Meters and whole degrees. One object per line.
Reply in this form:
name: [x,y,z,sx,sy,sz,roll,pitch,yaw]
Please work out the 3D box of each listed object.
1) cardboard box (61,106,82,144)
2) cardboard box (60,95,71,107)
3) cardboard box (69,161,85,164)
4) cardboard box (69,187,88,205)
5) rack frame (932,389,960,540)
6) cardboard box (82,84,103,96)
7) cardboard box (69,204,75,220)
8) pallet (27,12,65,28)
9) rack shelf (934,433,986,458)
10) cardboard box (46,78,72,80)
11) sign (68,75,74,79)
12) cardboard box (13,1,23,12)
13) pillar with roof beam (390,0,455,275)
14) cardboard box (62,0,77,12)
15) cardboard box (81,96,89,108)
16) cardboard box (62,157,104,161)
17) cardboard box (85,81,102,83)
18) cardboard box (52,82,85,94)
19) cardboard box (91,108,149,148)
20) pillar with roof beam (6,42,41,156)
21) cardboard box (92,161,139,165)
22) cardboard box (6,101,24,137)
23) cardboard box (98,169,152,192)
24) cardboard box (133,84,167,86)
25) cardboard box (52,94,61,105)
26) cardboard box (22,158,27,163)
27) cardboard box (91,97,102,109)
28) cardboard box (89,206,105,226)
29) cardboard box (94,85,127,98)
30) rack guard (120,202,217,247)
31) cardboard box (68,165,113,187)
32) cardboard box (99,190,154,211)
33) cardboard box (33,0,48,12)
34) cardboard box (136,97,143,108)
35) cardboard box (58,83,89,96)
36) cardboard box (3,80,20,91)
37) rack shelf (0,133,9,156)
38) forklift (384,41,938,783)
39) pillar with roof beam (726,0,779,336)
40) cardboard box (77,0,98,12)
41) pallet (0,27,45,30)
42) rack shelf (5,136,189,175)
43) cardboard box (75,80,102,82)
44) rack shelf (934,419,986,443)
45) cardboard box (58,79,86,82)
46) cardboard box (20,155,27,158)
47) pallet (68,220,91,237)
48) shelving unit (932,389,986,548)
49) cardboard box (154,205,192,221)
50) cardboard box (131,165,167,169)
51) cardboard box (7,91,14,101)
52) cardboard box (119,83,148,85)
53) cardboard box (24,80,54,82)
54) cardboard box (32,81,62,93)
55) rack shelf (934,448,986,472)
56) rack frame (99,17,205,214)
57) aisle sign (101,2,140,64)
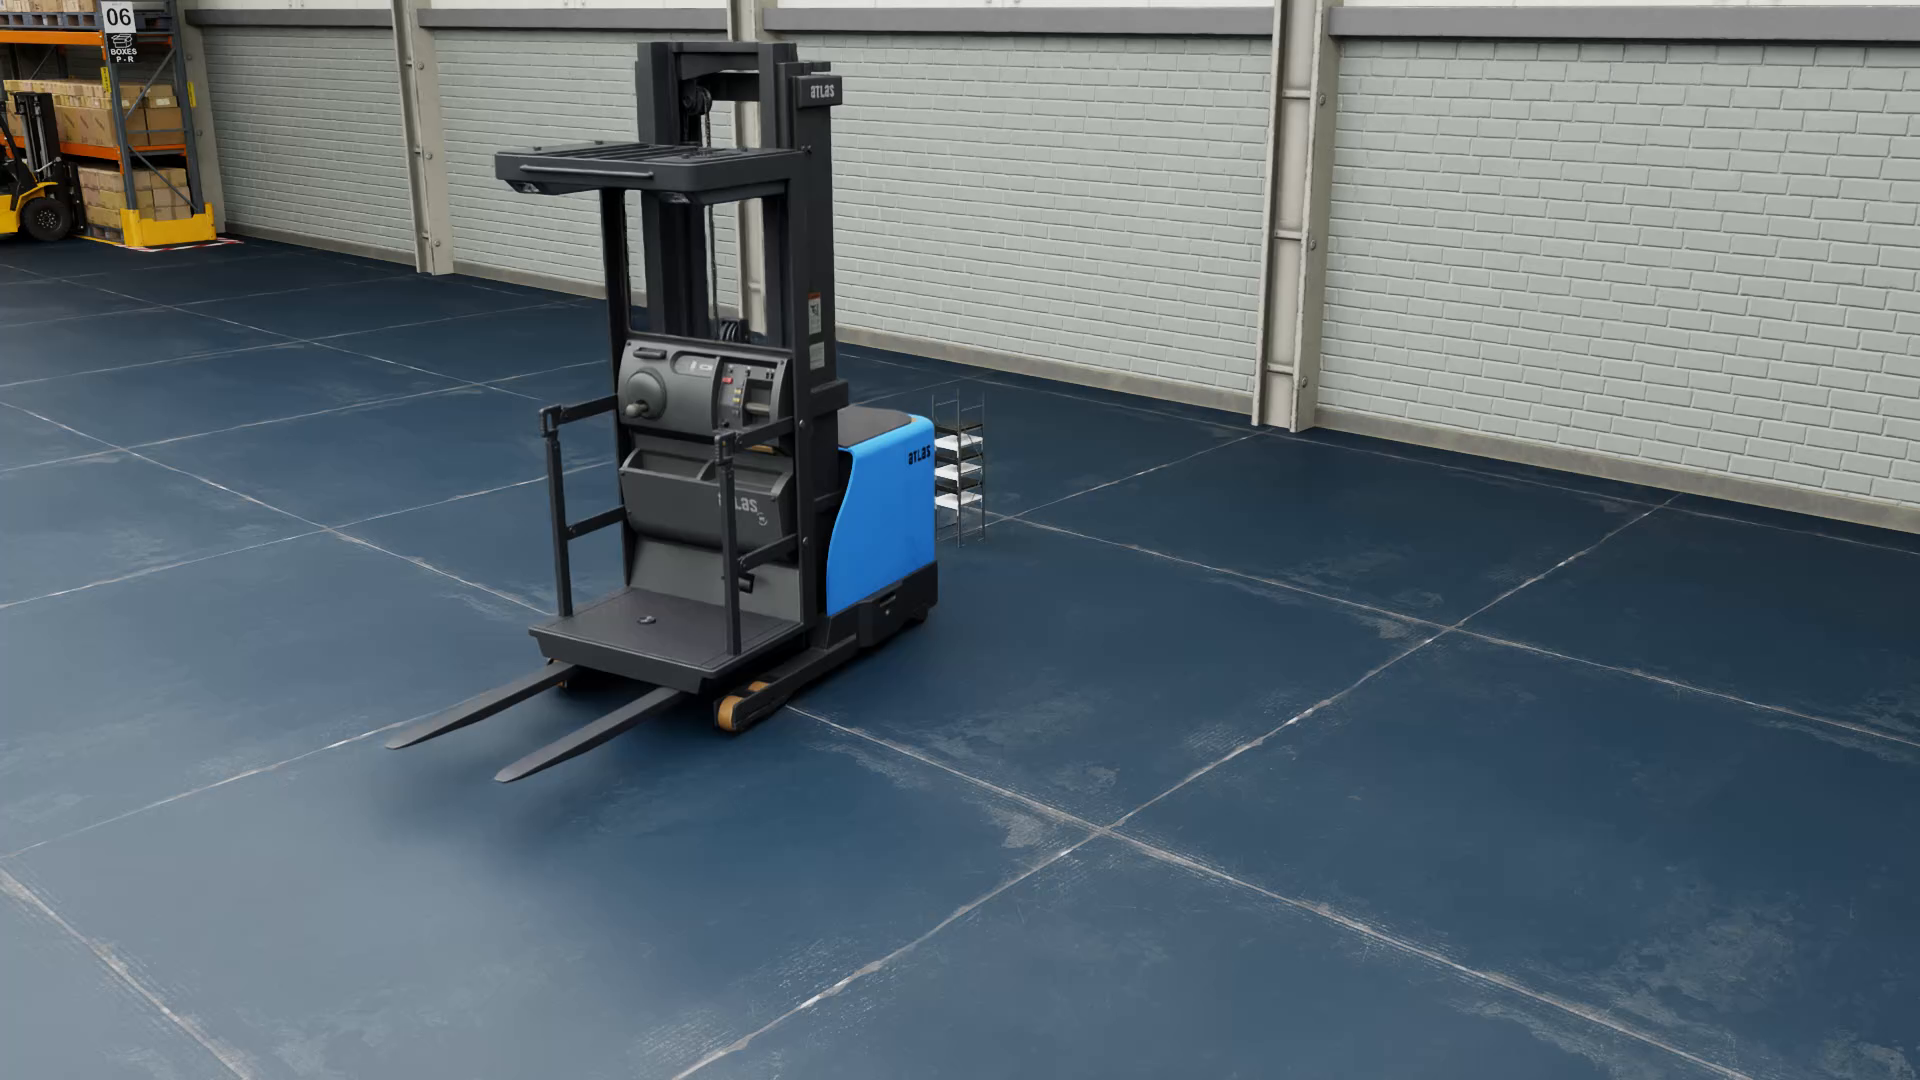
cardboard box: [-12.332,-5.890,23.548,0.500,0.500,0.500,14,23,38]
cardboard box: [-12.445,-6.209,23.480,0.250,0.149,0.380,15,23,40]
cardboard box: [-13.107,-5.393,24.345,0.500,0.250,0.500,16,24,41]
cardboard box: [-12.364,-4.951,23.778,0.500,0.250,0.500,14,23,38]
rack frame: [-0.082,-0.451,10.045,0.006,0.900,0.240,15,23,39]
cardboard box: [-11.988,-6.273,23.189,0.250,0.149,0.380,15,23,40]
cardboard box: [-12.723,-4.810,24.161,0.500,0.250,0.500,16,24,41]
pallet: [-12.453,-7.374,23.577,1.213,0.211,1.003,15,23,39]
rack shelf: [-0.006,-0.570,9.936,0.200,0.077,0.258,15,23,39]
cardboard box: [-13.577,-6.900,25.166,0.250,0.149,0.380,15,23,39]
sign: [-13.649,-6.974,25.564,0.005,0.325,0.100,15,23,39]
cardboard box: [-13.307,-7.642,23.829,0.250,0.149,0.380,16,24,41]
pillar with roof beam: [-9.317,-6.619,16.090,0.400,9.000,9.100,15,23,39]
cardboard box: [-12.035,-7.356,22.736,0.258,0.266,0.396,15,23,39]
cardboard box: [-12.012,-6.120,23.199,0.250,0.149,0.380,15,23,39]
cardboard box: [-13.131,-5.610,25.028,0.500,0.250,0.500,15,23,38]
cardboard box: [-12.472,-6.578,24.150,0.250,0.149,0.380,16,24,41]
cardboard box: [-12.760,-6.478,23.836,0.250,0.149,0.380,15,23,39]
cardboard box: [-11.567,-5.681,22.889,0.500,0.500,0.500,14,23,38]
pillar with roof beam: [-18.292,-9.028,23.682,0.400,9.000,9.100,15,23,39]
cardboard box: [-12.380,-5.406,24.387,0.500,0.250,0.500,14,23,38]
cardboard box: [-13.858,-6.297,24.829,0.500,0.500,0.500,14,22,38]
cardboard box: [-11.576,-4.982,23.050,0.500,0.250,0.500,16,24,41]
cardboard box: [-11.291,-6.276,23.199,0.250,0.149,0.380,16,24,41]
cardboard box: [-12.809,-6.316,23.816,0.250,0.149,0.380,14,23,38]
cardboard box: [-13.863,-5.595,24.982,0.500,0.250,0.500,15,23,38]
cardboard box: [-11.681,-6.002,22.827,0.250,0.149,0.380,16,23,40]
cardboard box: [-11.951,-4.609,23.526,0.500,0.250,0.500,15,23,39]
cardboard box: [-11.637,-6.159,22.832,0.250,0.149,0.380,15,23,39]
rack guard: [-11.006,-4.398,23.143,0.348,0.500,1.175,15,23,39]
cardboard box: [-12.346,-5.182,23.681,0.500,0.250,0.500,15,23,40]
cardboard box: [-11.596,-4.749,23.142,0.500,0.250,0.500,15,23,39]
cardboard box: [-12.629,-7.709,23.455,0.637,0.503,0.797,16,24,41]
cardboard box: [-11.333,-6.113,23.177,0.250,0.149,0.380,15,23,39]
cardboard box: [-12.453,-6.351,23.434,0.250,0.149,0.380,16,23,40]
cardboard box: [-13.975,-6.765,24.739,0.250,0.149,0.380,16,23,40]
rack shelf: [-15.512,-6.456,26.685,4.000,0.370,1.077,15,23,39]
forklift: [-1.291,-0.695,7.456,1.130,2.935,3.031,10,20,28]
pillar with roof beam: [-4.829,-5.414,12.294,0.400,9.000,9.100,15,23,39]
cardboard box: [-11.517,-7.353,22.339,0.500,0.500,0.500,16,24,41]
pallet: [-14.685,-7.910,25.435,1.217,0.209,0.805,14,22,37]
rack shelf: [-12.520,-5.653,24.154,4.000,0.370,1.077,15,23,39]
cardboard box: [-12.800,-6.698,24.527,0.250,0.149,0.380,15,23,38]
rack shelf: [-0.006,-0.656,9.909,0.200,0.077,0.258,15,23,39]
cardboard box: [-13.210,-6.790,24.819,0.250,0.149,0.380,15,23,39]
cardboard box: [-15.553,-5.876,26.899,0.625,0.625,0.875,14,22,37]
pallet: [-12.533,-4.654,24.428,1.213,0.211,1.003,15,23,39]
shelving unit: [-0.006,-0.431,9.981,0.210,0.900,0.258,15,23,39]
cardboard box: [-11.262,-4.627,23.582,0.500,0.250,0.500,15,23,39]
cardboard box: [-11.634,-5.199,23.734,0.500,0.250,0.500,15,23,39]
cardboard box: [-13.952,-6.631,24.808,0.250,0.149,0.380,15,23,38]
cardboard box: [-11.689,-6.372,23.500,0.250,0.149,0.380,15,23,40]
cardboard box: [-13.523,-6.684,24.483,0.250,0.149,0.380,14,23,38]
cardboard box: [-13.186,-6.563,24.102,0.250,0.149,0.380,15,23,38]
rack shelf: [-0.006,-0.485,9.964,0.200,0.077,0.258,15,23,39]
rack frame: [-11.024,-5.594,22.780,0.127,3.000,1.000,15,23,39]
aisle sign: [-11.170,-6.754,22.136,0.004,0.787,0.394,15,23,39]
